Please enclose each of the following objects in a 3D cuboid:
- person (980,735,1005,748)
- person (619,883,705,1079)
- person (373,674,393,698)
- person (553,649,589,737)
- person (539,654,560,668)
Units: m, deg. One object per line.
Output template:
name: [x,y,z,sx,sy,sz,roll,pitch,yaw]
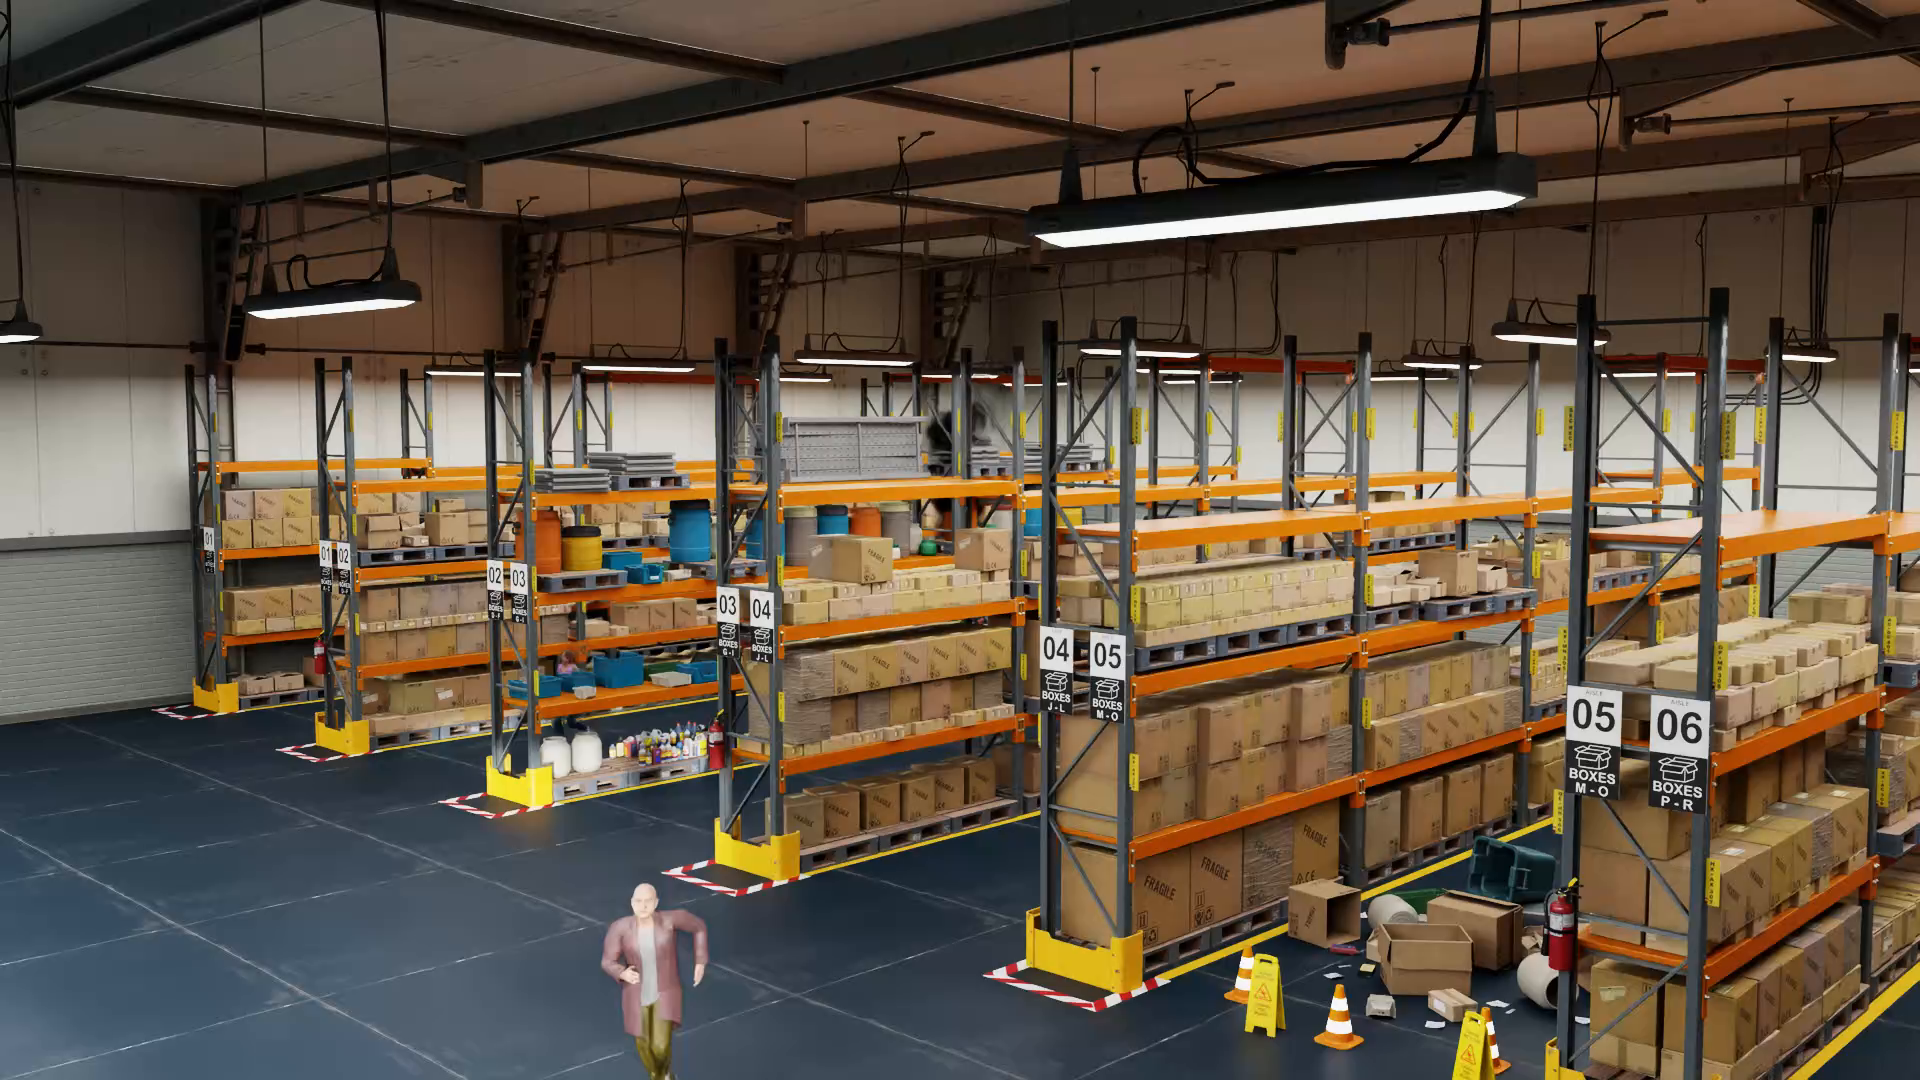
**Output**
person: [0.452,2.385,25.647,0.587,1.658,0.726,4,6,39]
person: [-2.237,3.355,12.172,0.712,1.726,0.793,0,4,-3]
person: [-9.583,2.284,27.806,0.938,1.568,0.718,-4,6,-43]
person: [-5.980,2.441,25.358,0.547,1.562,0.755,2,5,25]
person: [-7.584,1.929,30.546,0.528,1.557,0.813,4,6,41]
